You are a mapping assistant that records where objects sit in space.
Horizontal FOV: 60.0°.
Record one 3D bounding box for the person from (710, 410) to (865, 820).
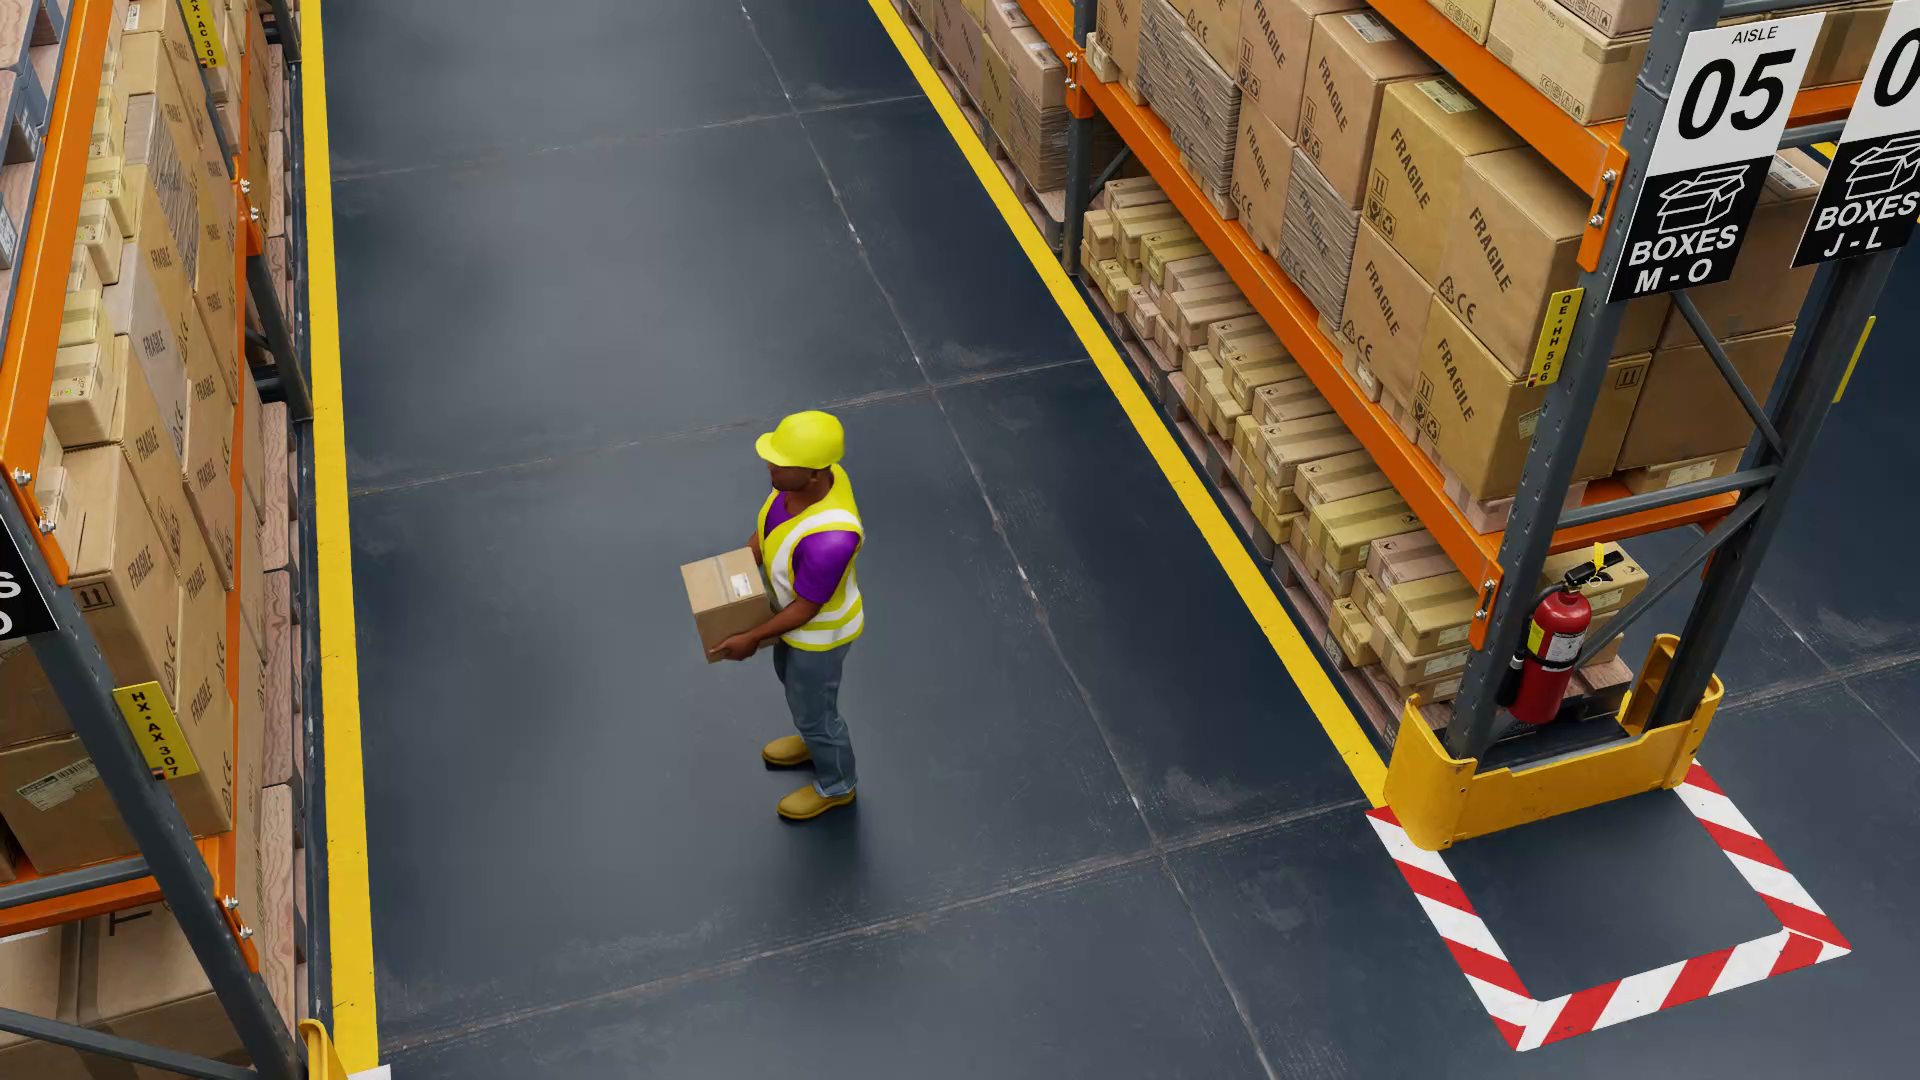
[{"bbox_3d":[-0.616,0.285,5.825,0.567,1.769,0.528,-12,43,-13],"label":"person"}]
